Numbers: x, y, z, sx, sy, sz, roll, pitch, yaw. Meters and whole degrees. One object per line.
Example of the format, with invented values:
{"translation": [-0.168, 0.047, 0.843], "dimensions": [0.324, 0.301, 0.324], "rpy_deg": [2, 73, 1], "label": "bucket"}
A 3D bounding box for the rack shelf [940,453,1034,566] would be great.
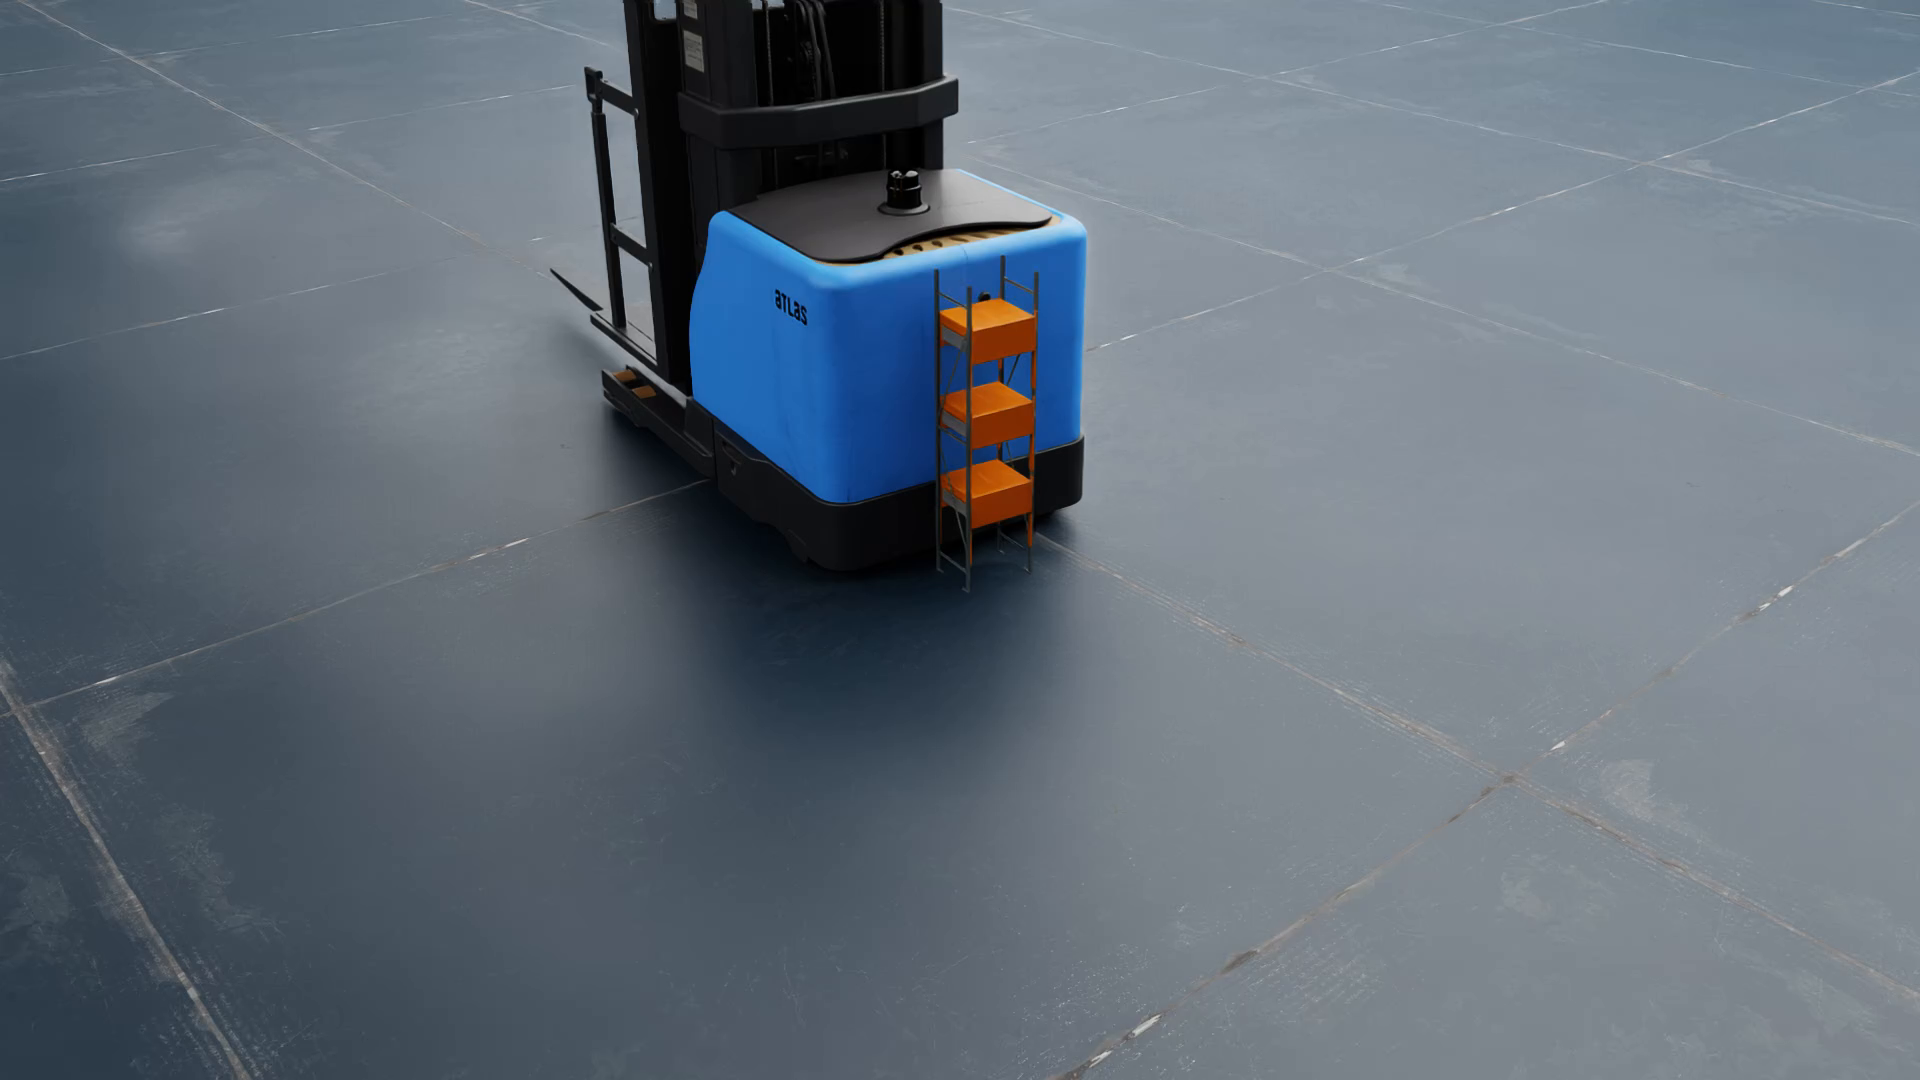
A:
{"translation": [0.080, -0.102, 5.440], "dimensions": [0.240, 0.259, 0.215], "rpy_deg": [-17, 32, -28], "label": "rack shelf"}

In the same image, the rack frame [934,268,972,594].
{"translation": [-0.022, -0.326, 5.246], "dimensions": [0.008, 1.050, 0.200], "rpy_deg": [-17, 32, -28], "label": "rack frame"}

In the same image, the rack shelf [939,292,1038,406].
{"translation": [0.081, -0.598, 5.175], "dimensions": [0.240, 0.259, 0.215], "rpy_deg": [-17, 32, -28], "label": "rack shelf"}

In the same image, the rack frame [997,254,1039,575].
{"translation": [0.183, -0.388, 5.362], "dimensions": [0.008, 1.050, 0.200], "rpy_deg": [-17, 32, -28], "label": "rack frame"}

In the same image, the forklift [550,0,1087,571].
{"translation": [-0.785, -1.842, 6.088], "dimensions": [1.130, 2.935, 3.031], "rpy_deg": [-17, 32, -28], "label": "forklift"}

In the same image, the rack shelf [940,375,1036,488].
{"translation": [0.081, -0.348, 5.309], "dimensions": [0.240, 0.259, 0.215], "rpy_deg": [-17, 32, -28], "label": "rack shelf"}

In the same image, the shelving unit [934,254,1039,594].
{"translation": [0.081, -0.357, 5.304], "dimensions": [0.252, 1.050, 0.215], "rpy_deg": [-17, 32, -28], "label": "shelving unit"}
